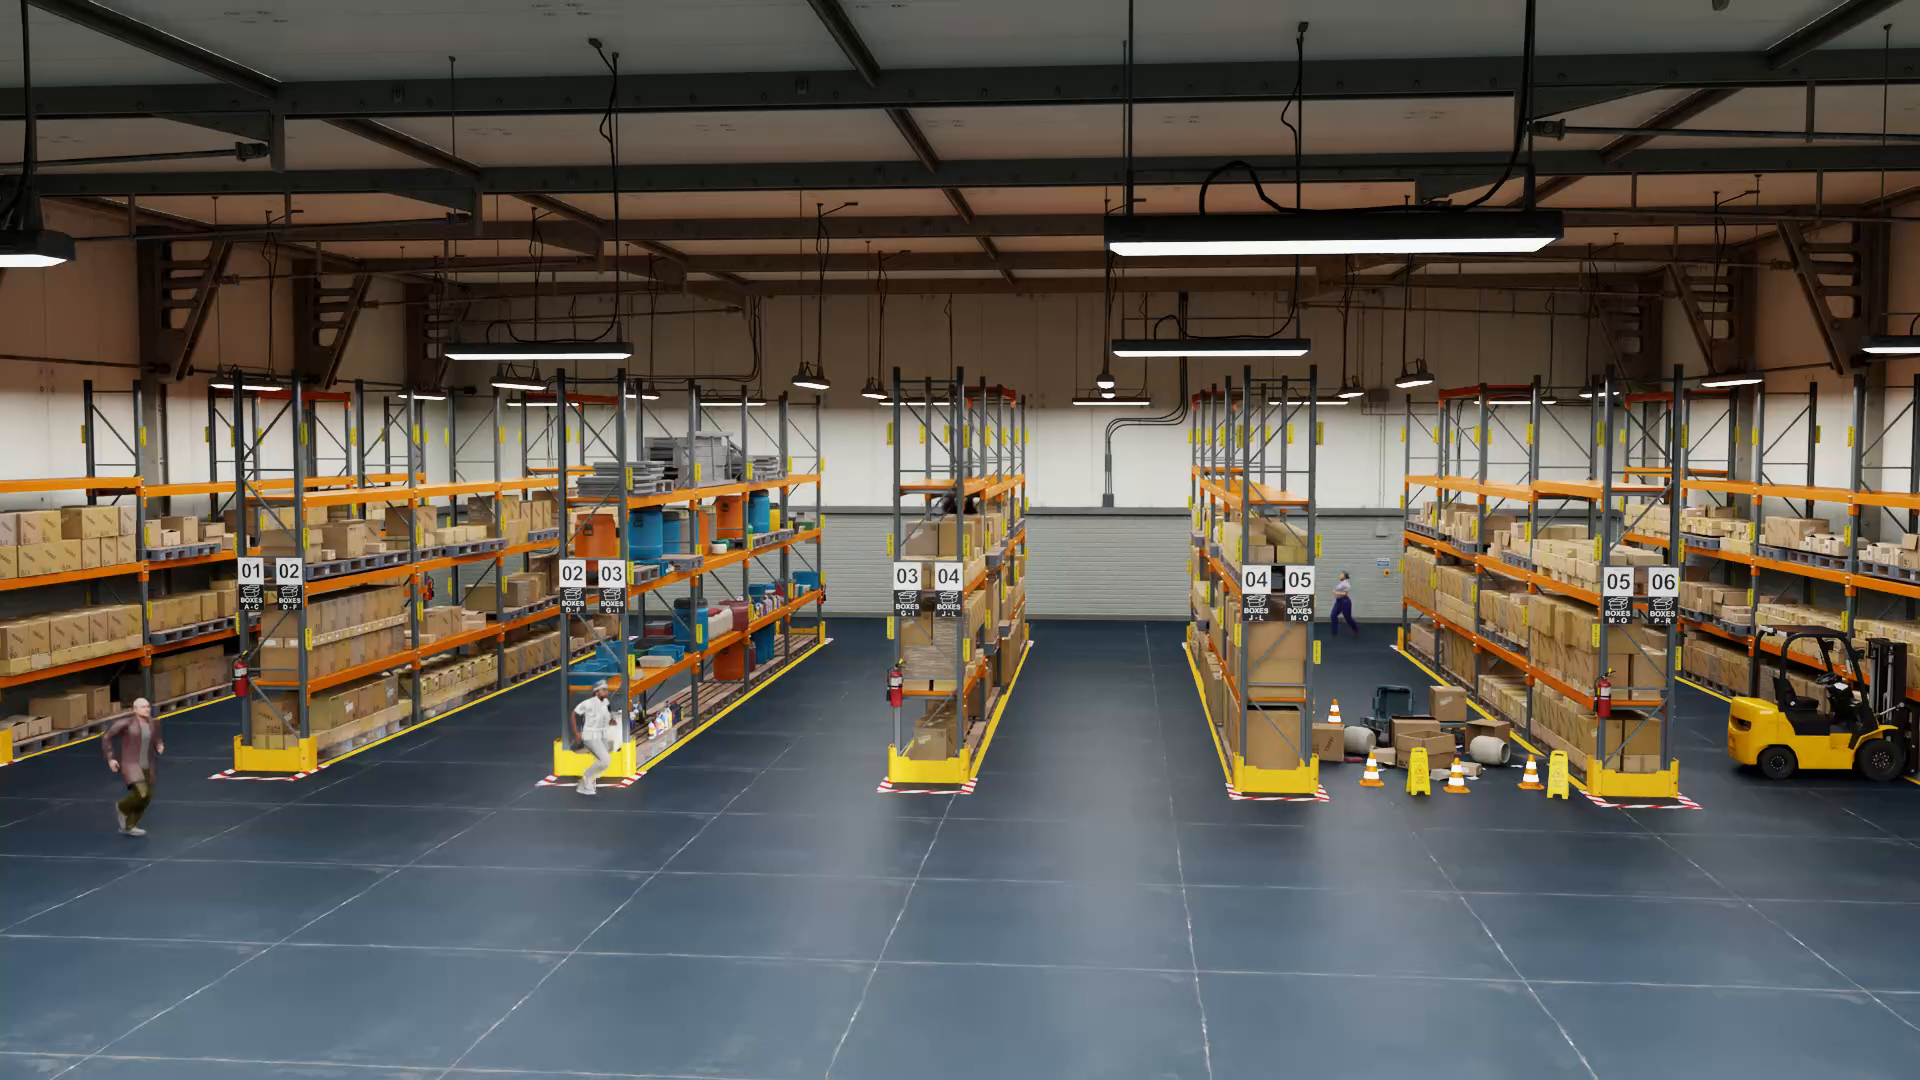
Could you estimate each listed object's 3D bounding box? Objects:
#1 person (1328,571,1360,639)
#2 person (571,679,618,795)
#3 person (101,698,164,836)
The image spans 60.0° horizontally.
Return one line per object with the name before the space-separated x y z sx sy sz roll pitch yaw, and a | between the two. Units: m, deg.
person | 9.534 1.621 41.235 0.770 1.709 0.581 -1 4 -10
person | -5.025 2.734 23.016 0.686 1.621 0.560 2 4 27
person | -10.253 2.843 20.783 0.673 1.730 0.703 2 4 27
